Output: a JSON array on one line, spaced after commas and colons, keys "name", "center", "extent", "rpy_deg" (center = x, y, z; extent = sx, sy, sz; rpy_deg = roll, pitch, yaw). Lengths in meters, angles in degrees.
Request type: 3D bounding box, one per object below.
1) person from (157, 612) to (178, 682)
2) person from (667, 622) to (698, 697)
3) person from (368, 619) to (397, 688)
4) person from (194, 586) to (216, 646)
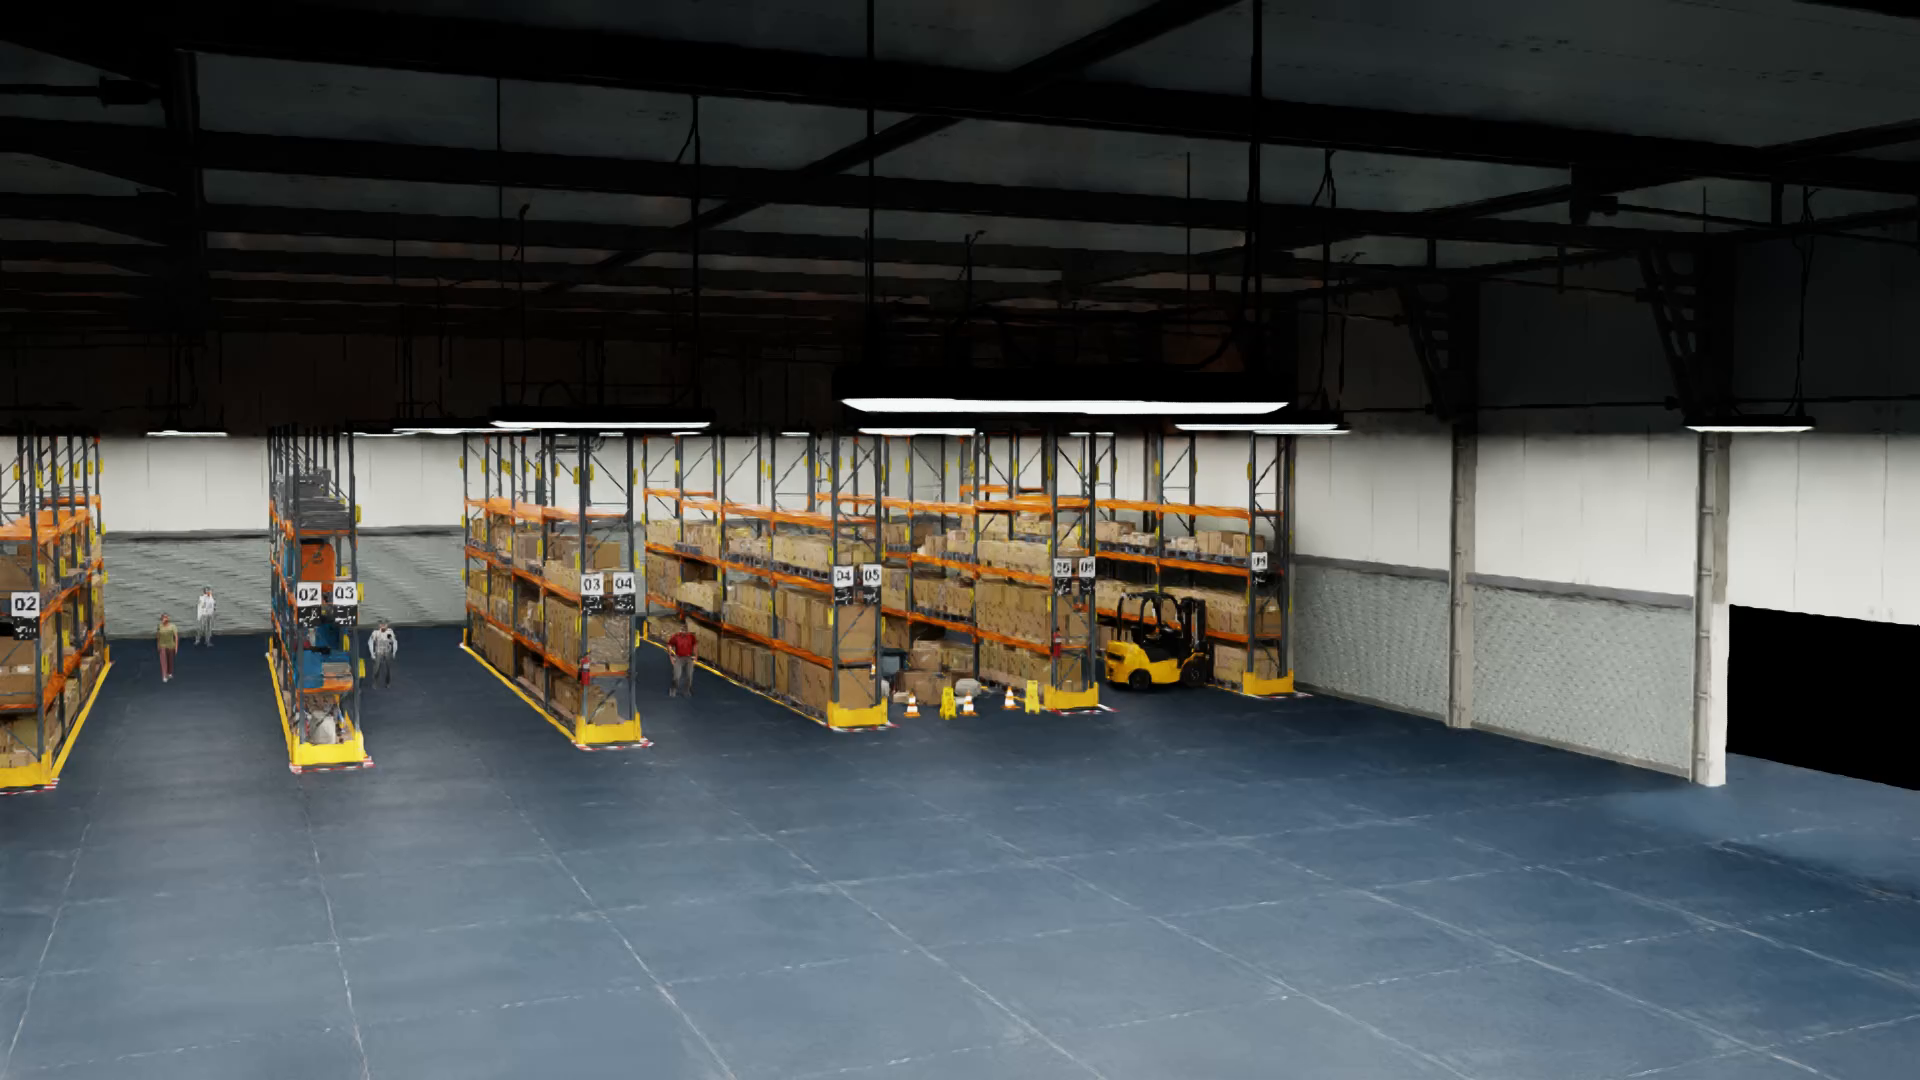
[{"name": "person", "center": [-18.719, 2.511, 39.300], "extent": [0.458, 1.612, 1.019], "rpy_deg": [-2, 4, -25]}, {"name": "person", "center": [-6.136, 2.644, 36.768], "extent": [0.682, 1.676, 0.535], "rpy_deg": [-2, 4, -26]}, {"name": "person", "center": [-13.206, 2.592, 38.055], "extent": [0.639, 1.628, 0.506], "rpy_deg": [-2, 4, -26]}, {"name": "person", "center": [-20.912, 2.084, 46.041], "extent": [0.535, 1.665, 0.526], "rpy_deg": [2, 4, 30]}]
